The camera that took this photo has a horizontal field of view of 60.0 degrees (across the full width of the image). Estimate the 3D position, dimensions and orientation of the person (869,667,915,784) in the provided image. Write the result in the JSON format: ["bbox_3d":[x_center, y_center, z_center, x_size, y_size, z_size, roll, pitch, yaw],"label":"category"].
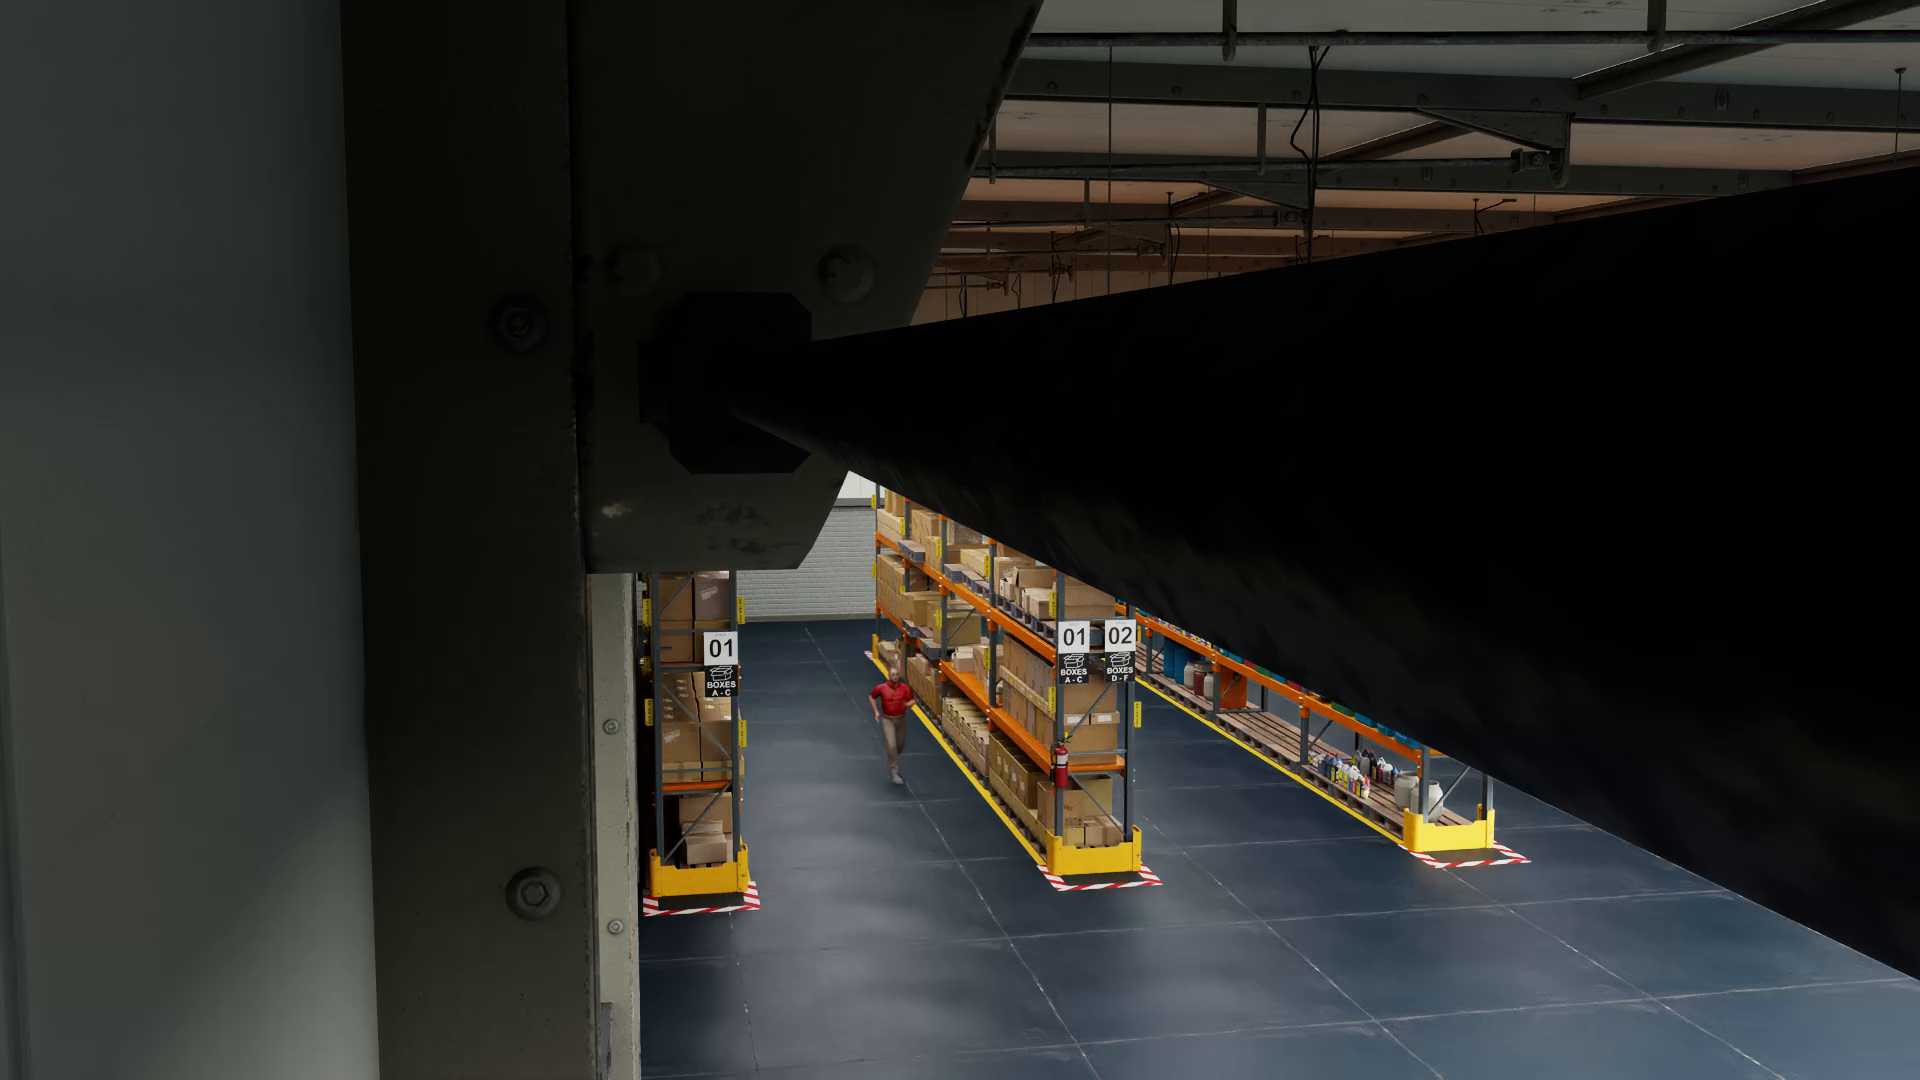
[{"bbox_3d":[-1.019,2.816,25.647,0.662,1.716,0.989,-2,6,-21],"label":"person"}]
